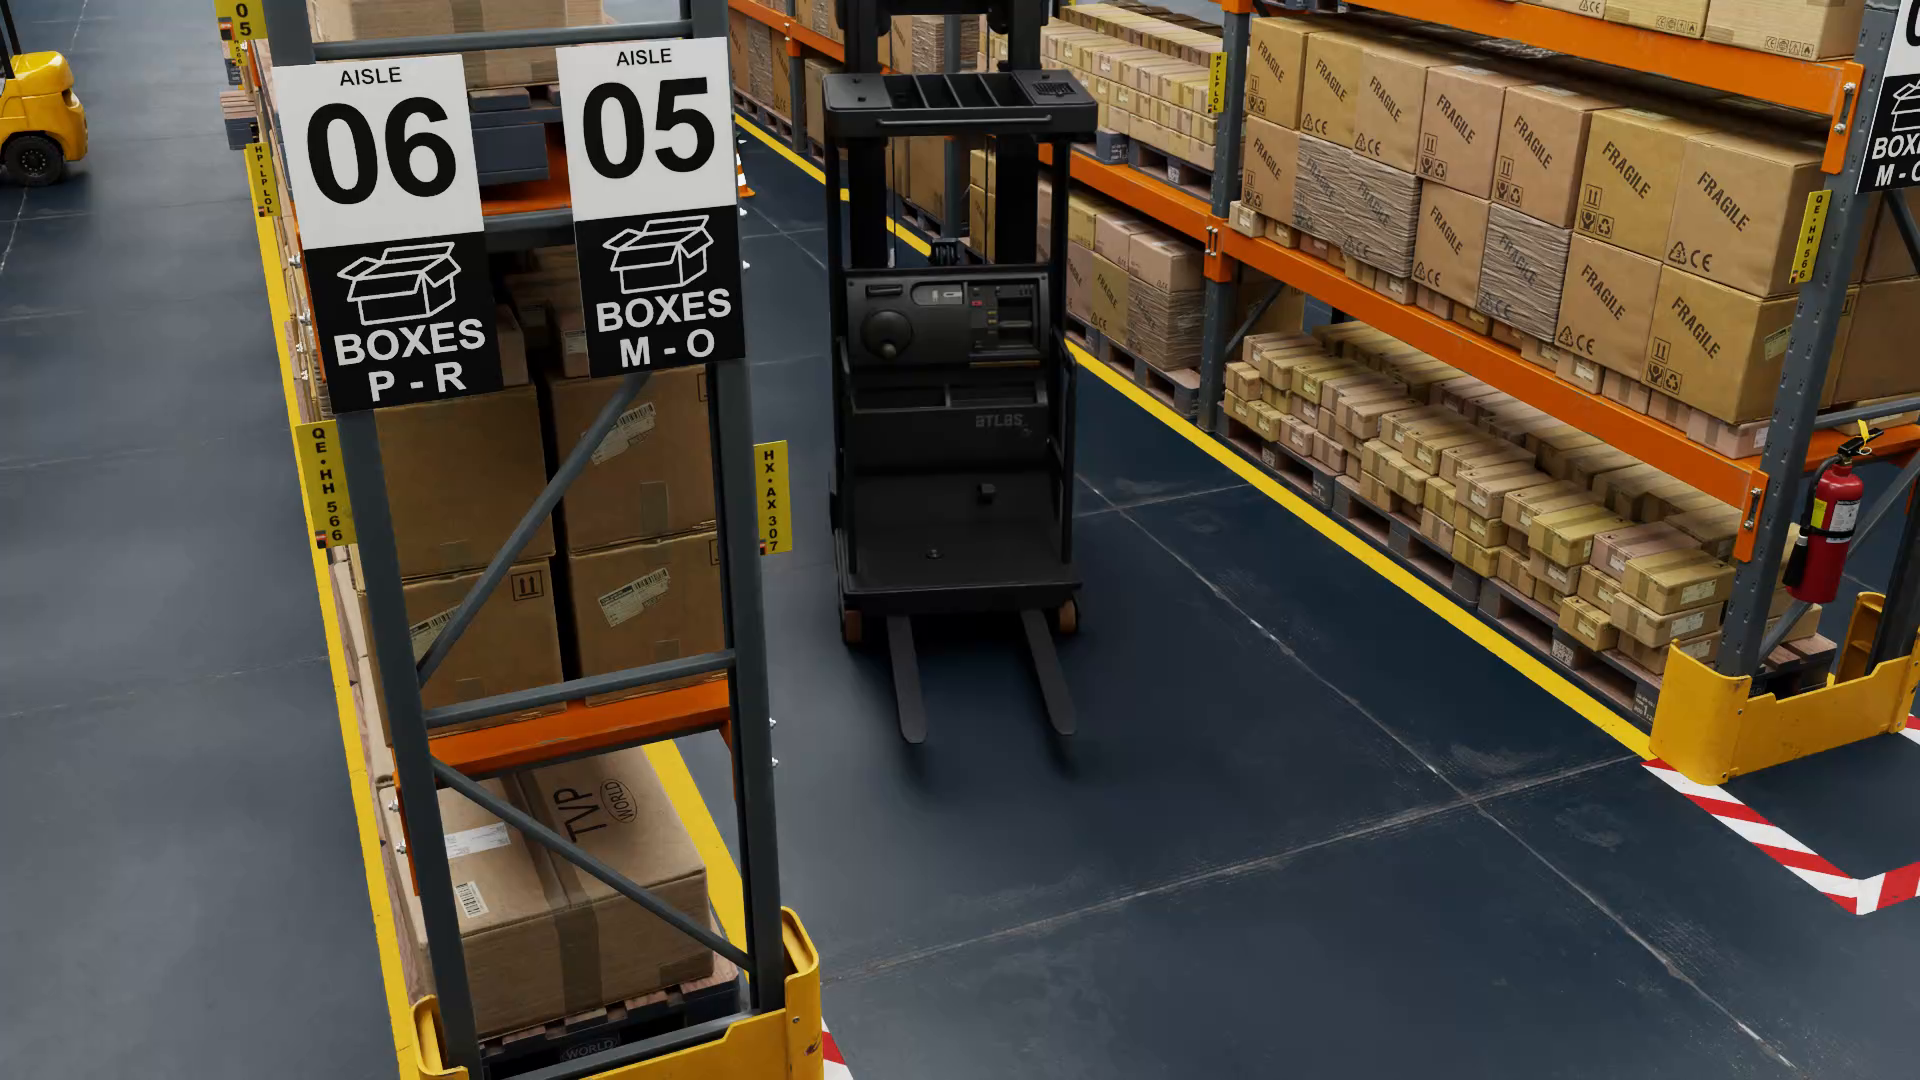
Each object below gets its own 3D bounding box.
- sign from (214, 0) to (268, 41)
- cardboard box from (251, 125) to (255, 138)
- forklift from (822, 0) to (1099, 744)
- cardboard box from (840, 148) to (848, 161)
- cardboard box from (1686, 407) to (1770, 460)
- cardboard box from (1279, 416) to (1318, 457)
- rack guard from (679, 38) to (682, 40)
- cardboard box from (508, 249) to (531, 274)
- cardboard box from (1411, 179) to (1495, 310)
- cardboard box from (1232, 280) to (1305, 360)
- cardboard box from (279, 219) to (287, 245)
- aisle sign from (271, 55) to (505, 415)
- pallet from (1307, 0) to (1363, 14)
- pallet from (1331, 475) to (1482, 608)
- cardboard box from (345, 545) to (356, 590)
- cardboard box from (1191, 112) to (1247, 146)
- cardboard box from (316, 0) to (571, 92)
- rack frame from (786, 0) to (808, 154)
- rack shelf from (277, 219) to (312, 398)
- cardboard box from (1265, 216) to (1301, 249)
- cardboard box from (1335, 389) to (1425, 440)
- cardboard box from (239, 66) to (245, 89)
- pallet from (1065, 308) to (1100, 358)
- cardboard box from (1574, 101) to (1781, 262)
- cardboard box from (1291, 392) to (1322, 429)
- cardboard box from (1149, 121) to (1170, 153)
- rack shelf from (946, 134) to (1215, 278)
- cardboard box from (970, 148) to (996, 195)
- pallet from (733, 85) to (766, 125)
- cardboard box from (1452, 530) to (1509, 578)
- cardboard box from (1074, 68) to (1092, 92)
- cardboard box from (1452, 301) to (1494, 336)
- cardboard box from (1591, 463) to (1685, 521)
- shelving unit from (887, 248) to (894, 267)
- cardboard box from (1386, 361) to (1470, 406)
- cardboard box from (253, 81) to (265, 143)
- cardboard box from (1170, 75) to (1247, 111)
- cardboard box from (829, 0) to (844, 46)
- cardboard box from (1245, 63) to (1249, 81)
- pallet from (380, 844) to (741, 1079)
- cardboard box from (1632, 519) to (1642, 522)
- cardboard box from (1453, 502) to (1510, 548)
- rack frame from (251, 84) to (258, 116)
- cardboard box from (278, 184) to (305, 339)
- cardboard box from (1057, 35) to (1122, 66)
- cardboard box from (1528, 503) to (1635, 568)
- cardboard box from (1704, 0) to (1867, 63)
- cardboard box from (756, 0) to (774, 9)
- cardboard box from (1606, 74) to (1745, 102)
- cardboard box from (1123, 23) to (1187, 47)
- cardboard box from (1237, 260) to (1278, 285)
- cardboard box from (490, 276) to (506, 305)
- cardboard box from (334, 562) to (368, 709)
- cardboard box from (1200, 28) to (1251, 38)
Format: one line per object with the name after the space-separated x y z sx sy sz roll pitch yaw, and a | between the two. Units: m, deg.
-1.525 -1.216 3.483 0.100 0.325 0.005 -11 28 -21 | sign
-6.416 -3.796 15.762 0.500 0.250 0.500 -11 28 -22 | cardboard box
-0.028 -0.987 7.431 1.130 2.935 3.031 -3 26 -5 | forklift
-0.504 -3.881 15.366 1.050 0.750 0.750 -11 28 -21 | cardboard box
3.107 -0.455 6.549 0.380 0.149 0.250 -11 28 -21 | cardboard box
2.025 -0.606 9.343 0.380 0.149 0.250 -11 28 -21 | cardboard box
-2.780 -5.830 20.121 1.175 0.500 0.348 -11 28 -21 | rack guard
-1.188 -0.891 5.163 0.380 0.149 0.250 -12 28 -22 | cardboard box
2.492 -1.415 7.777 0.500 0.500 0.500 -9 27 -18 | cardboard box
1.883 -1.509 10.791 0.500 0.500 0.500 -9 28 -19 | cardboard box
-3.185 -1.702 8.418 0.500 0.250 0.500 -10 28 -19 | cardboard box
-1.277 -0.679 3.759 0.394 0.787 0.004 -11 28 -21 | aisle sign
4.153 -5.231 16.264 1.003 0.211 1.213 -11 28 -21 | pallet
2.706 -0.088 8.689 1.003 0.211 1.213 -11 28 -21 | pallet
-1.846 -0.199 5.624 0.500 0.500 0.500 -10 28 -19 | cardboard box
1.591 -2.435 9.788 0.380 0.149 0.250 -10 28 -19 | cardboard box
-1.279 -1.274 4.099 0.500 0.250 0.500 -13 29 -25 | cardboard box
-1.204 -5.329 16.245 1.000 3.000 0.127 -11 28 -21 | rack frame
-3.370 -1.692 9.617 1.077 0.370 4.000 -11 28 -21 | rack shelf
1.908 -1.724 9.149 0.380 0.149 0.250 -10 28 -19 | cardboard box
2.218 -0.666 8.789 0.380 0.149 0.250 -10 28 -19 | cardboard box
-5.021 -3.392 12.086 0.380 0.149 0.250 -10 28 -20 | cardboard box
1.141 -1.654 11.896 1.003 0.211 1.213 -11 28 -21 | pallet
2.889 -1.459 6.727 0.500 0.500 0.500 -12 28 -22 | cardboard box
2.086 -0.760 9.320 0.380 0.149 0.250 -11 28 -21 | cardboard box
1.393 -2.507 10.274 0.380 0.149 0.250 -11 28 -21 | cardboard box
1.145 -2.583 11.442 1.077 0.370 4.000 -11 28 -21 | rack shelf
0.409 -2.797 12.575 0.500 0.250 0.500 -12 28 -23 | cardboard box
-1.912 -4.890 18.524 1.003 0.211 1.213 -11 28 -21 | pallet
2.613 0.034 8.033 0.380 0.149 0.250 -12 28 -23 | cardboard box
0.982 -3.066 11.079 0.380 0.149 0.250 -10 28 -19 | cardboard box
2.565 -1.094 7.858 0.380 0.149 0.250 -10 28 -20 | cardboard box
3.230 -0.230 7.894 0.380 0.149 0.250 -12 28 -23 | cardboard box
-0.370 -0.993 9.415 0.258 1.200 0.503 -13 29 -24 | shelving unit
2.578 -0.862 9.188 0.380 0.149 0.250 -10 28 -19 | cardboard box
-3.202 -2.047 8.270 0.500 0.500 0.500 -10 28 -20 | cardboard box
1.486 -2.679 9.948 0.380 0.149 0.250 -11 28 -22 | cardboard box
-0.854 -4.709 14.862 0.500 0.500 0.500 -11 28 -21 | cardboard box
1.985 -2.896 10.392 0.380 0.149 0.250 -10 28 -20 | cardboard box
-1.405 1.351 5.743 1.003 0.211 1.213 -11 28 -21 | pallet
3.293 -0.107 7.983 0.380 0.149 0.250 -10 28 -19 | cardboard box
2.606 -0.106 7.980 0.380 0.149 0.250 -10 28 -20 | cardboard box
-4.153 -2.823 11.113 1.000 3.000 0.127 -11 28 -21 | rack frame
-2.240 -1.055 6.238 0.500 0.500 0.500 -10 28 -20 | cardboard box
0.881 -3.307 11.234 0.380 0.149 0.250 -10 28 -19 | cardboard box
2.791 -0.024 7.472 0.380 0.149 0.250 -11 28 -22 | cardboard box
3.074 -1.903 5.981 0.500 0.250 0.500 -11 28 -22 | cardboard box
-1.596 -5.761 16.960 0.875 0.550 0.550 -11 28 -21 | cardboard box
3.177 -1.756 7.334 0.500 0.500 0.500 -11 28 -22 | cardboard box
1.372 -3.525 11.681 0.380 0.149 0.250 -11 28 -21 | cardboard box
1.882 -1.845 10.627 0.500 0.250 0.500 -12 28 -23 | cardboard box
-1.155 -0.537 5.178 0.500 0.500 0.500 -11 28 -22 | cardboard box
-2.088 0.388 6.978 0.875 0.438 0.875 -11 28 -22 | cardboard box
3.048 -5.604 19.179 0.500 0.500 0.500 -2 26 -4 | cardboard box
